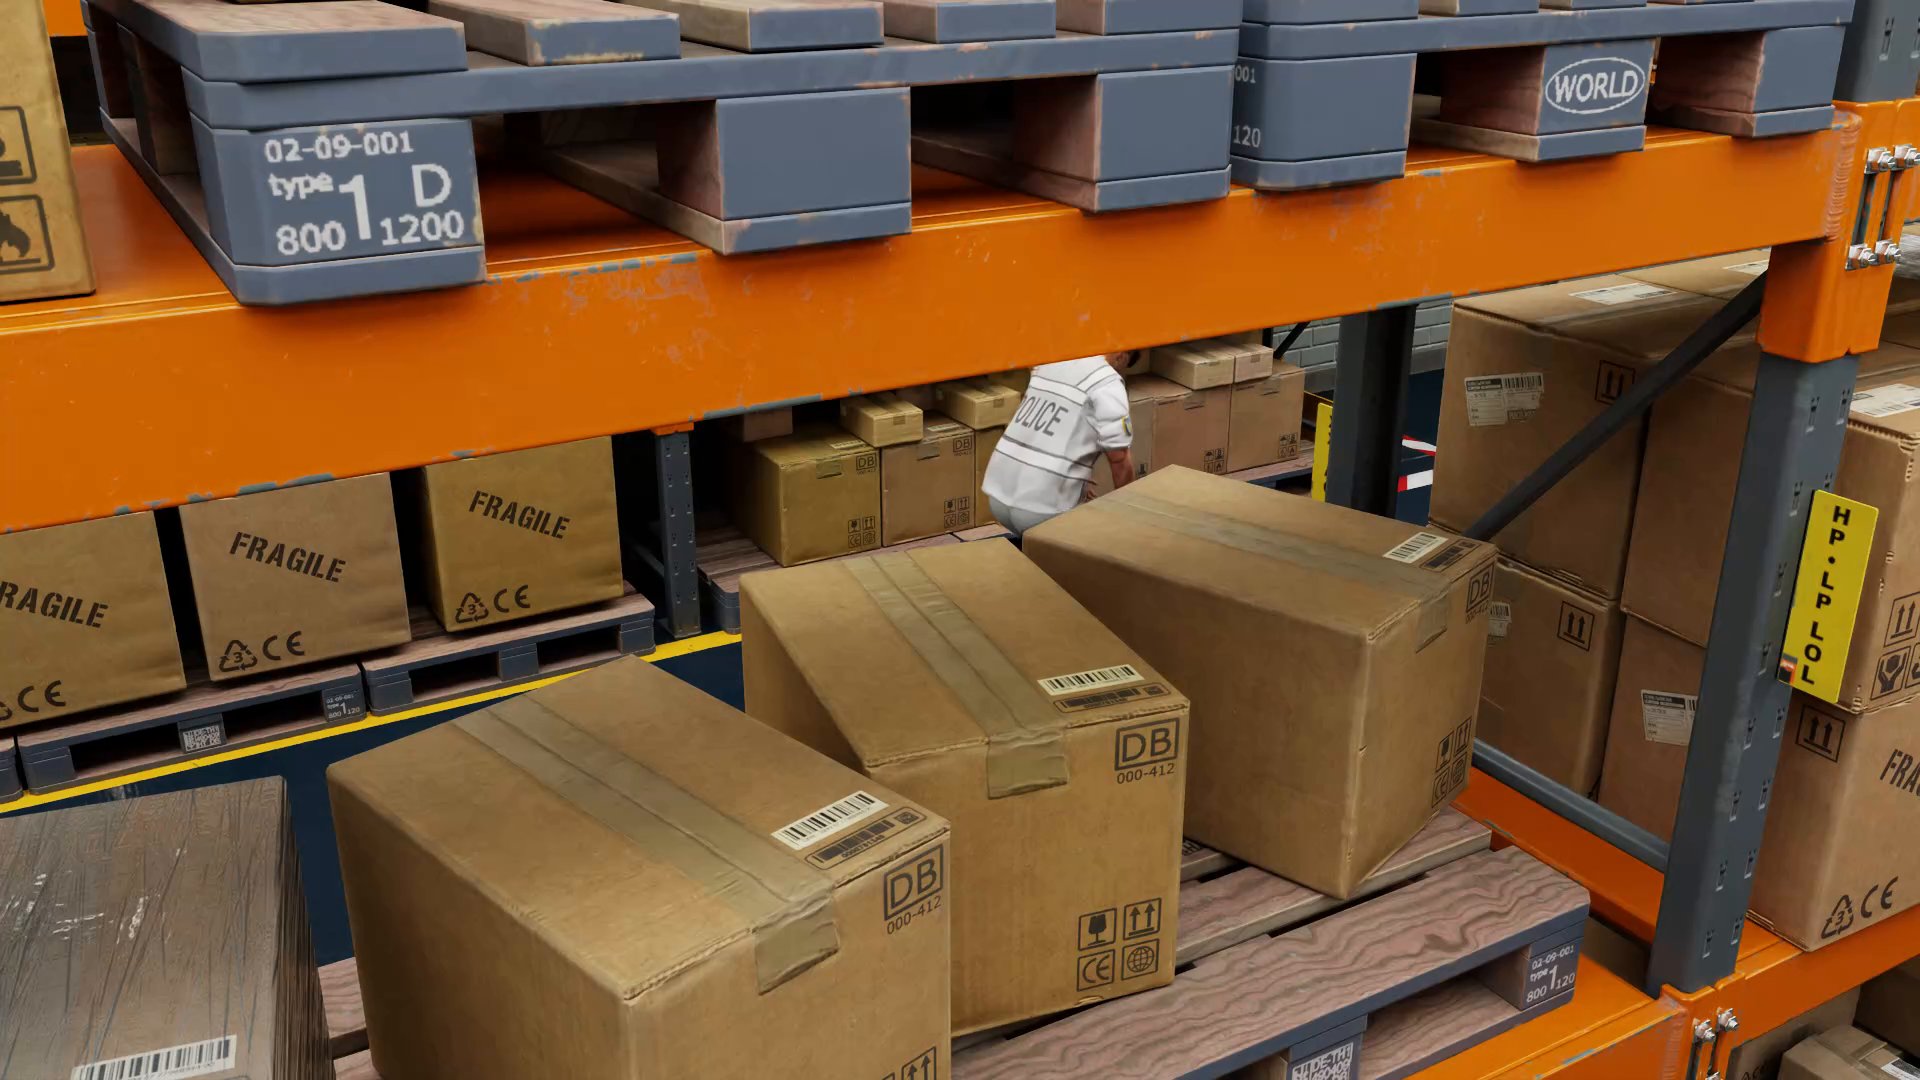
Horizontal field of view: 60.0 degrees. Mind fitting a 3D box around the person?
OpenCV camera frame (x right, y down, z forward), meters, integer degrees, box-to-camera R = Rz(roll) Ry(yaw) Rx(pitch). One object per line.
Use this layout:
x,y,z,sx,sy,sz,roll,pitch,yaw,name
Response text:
0.457,-0.211,7.006,0.771,1.467,0.590,-12,25,-28,person
